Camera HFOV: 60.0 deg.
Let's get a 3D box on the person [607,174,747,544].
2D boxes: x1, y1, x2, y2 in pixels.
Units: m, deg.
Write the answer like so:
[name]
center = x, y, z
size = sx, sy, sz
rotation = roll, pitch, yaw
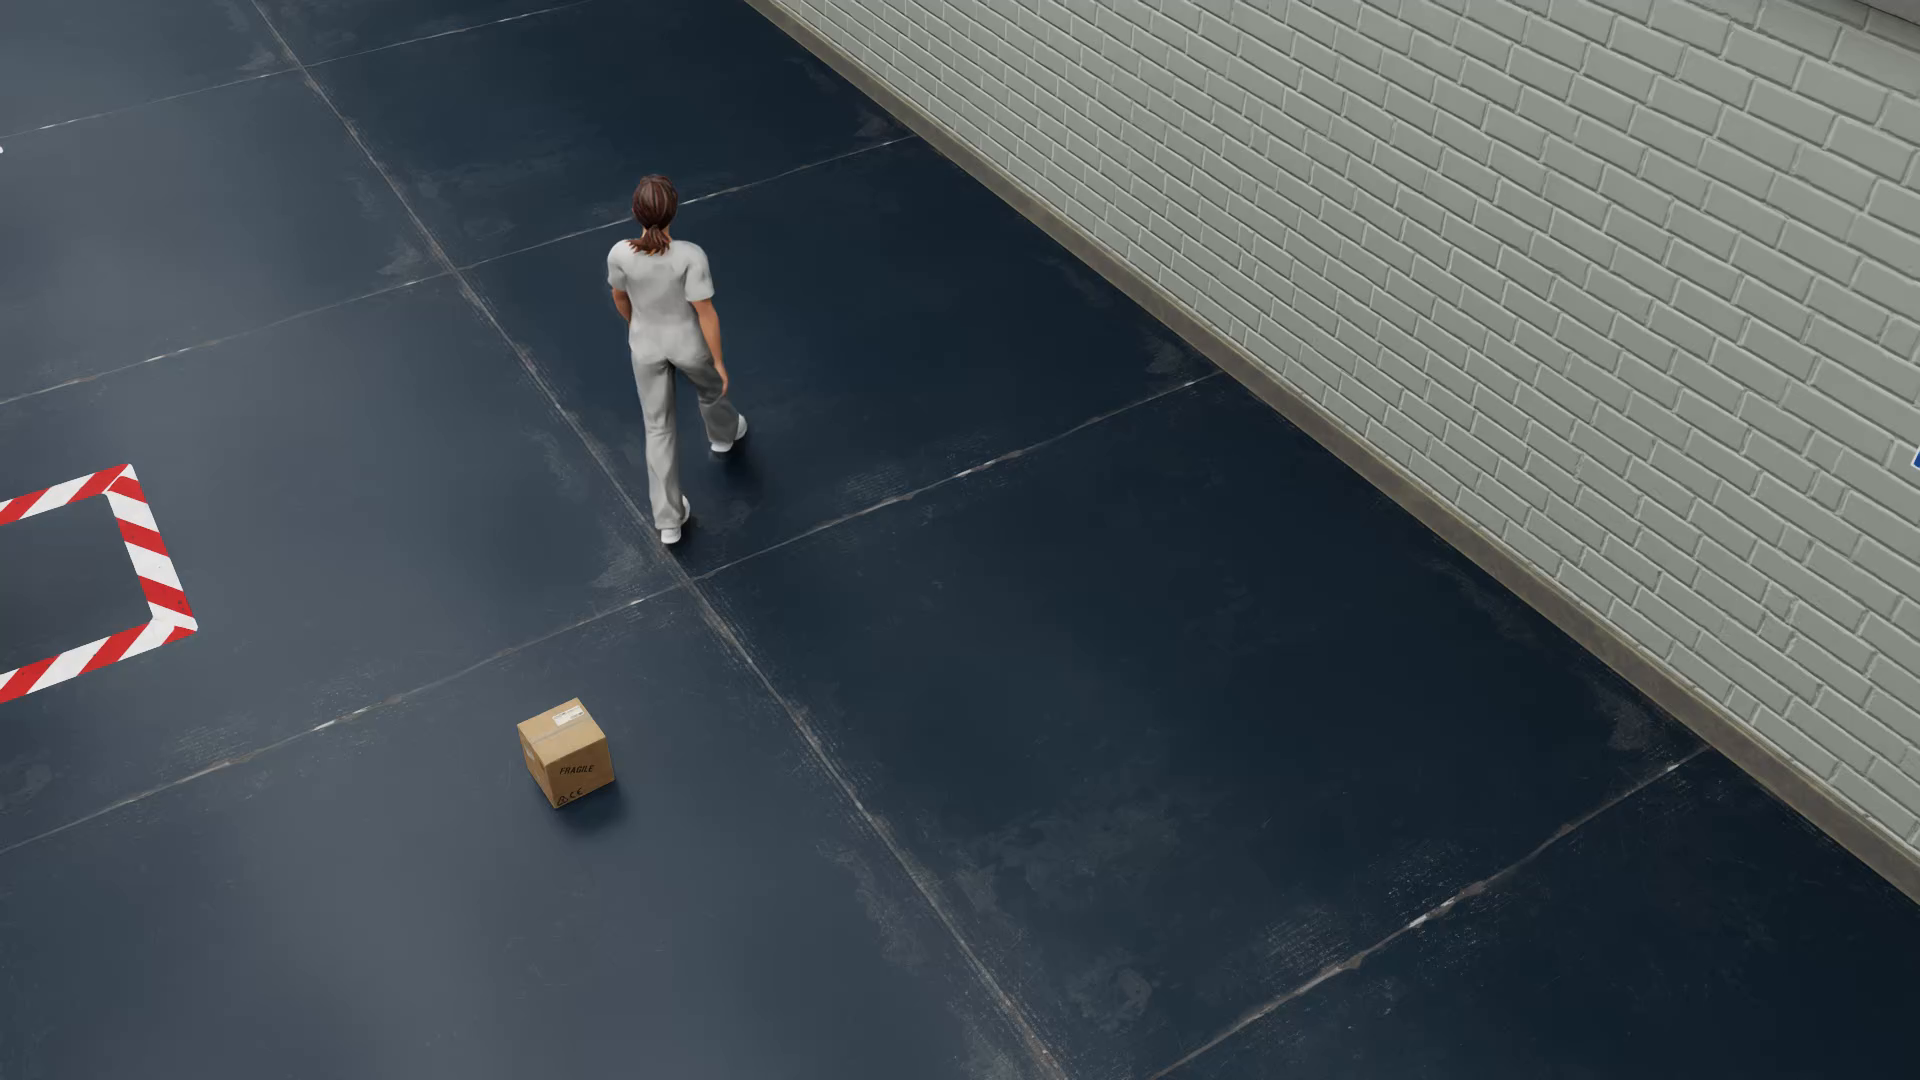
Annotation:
[person]
center = -1.223, -0.882, 7.157
size = 0.480, 1.625, 0.945
rotation = 0, 41, 0
